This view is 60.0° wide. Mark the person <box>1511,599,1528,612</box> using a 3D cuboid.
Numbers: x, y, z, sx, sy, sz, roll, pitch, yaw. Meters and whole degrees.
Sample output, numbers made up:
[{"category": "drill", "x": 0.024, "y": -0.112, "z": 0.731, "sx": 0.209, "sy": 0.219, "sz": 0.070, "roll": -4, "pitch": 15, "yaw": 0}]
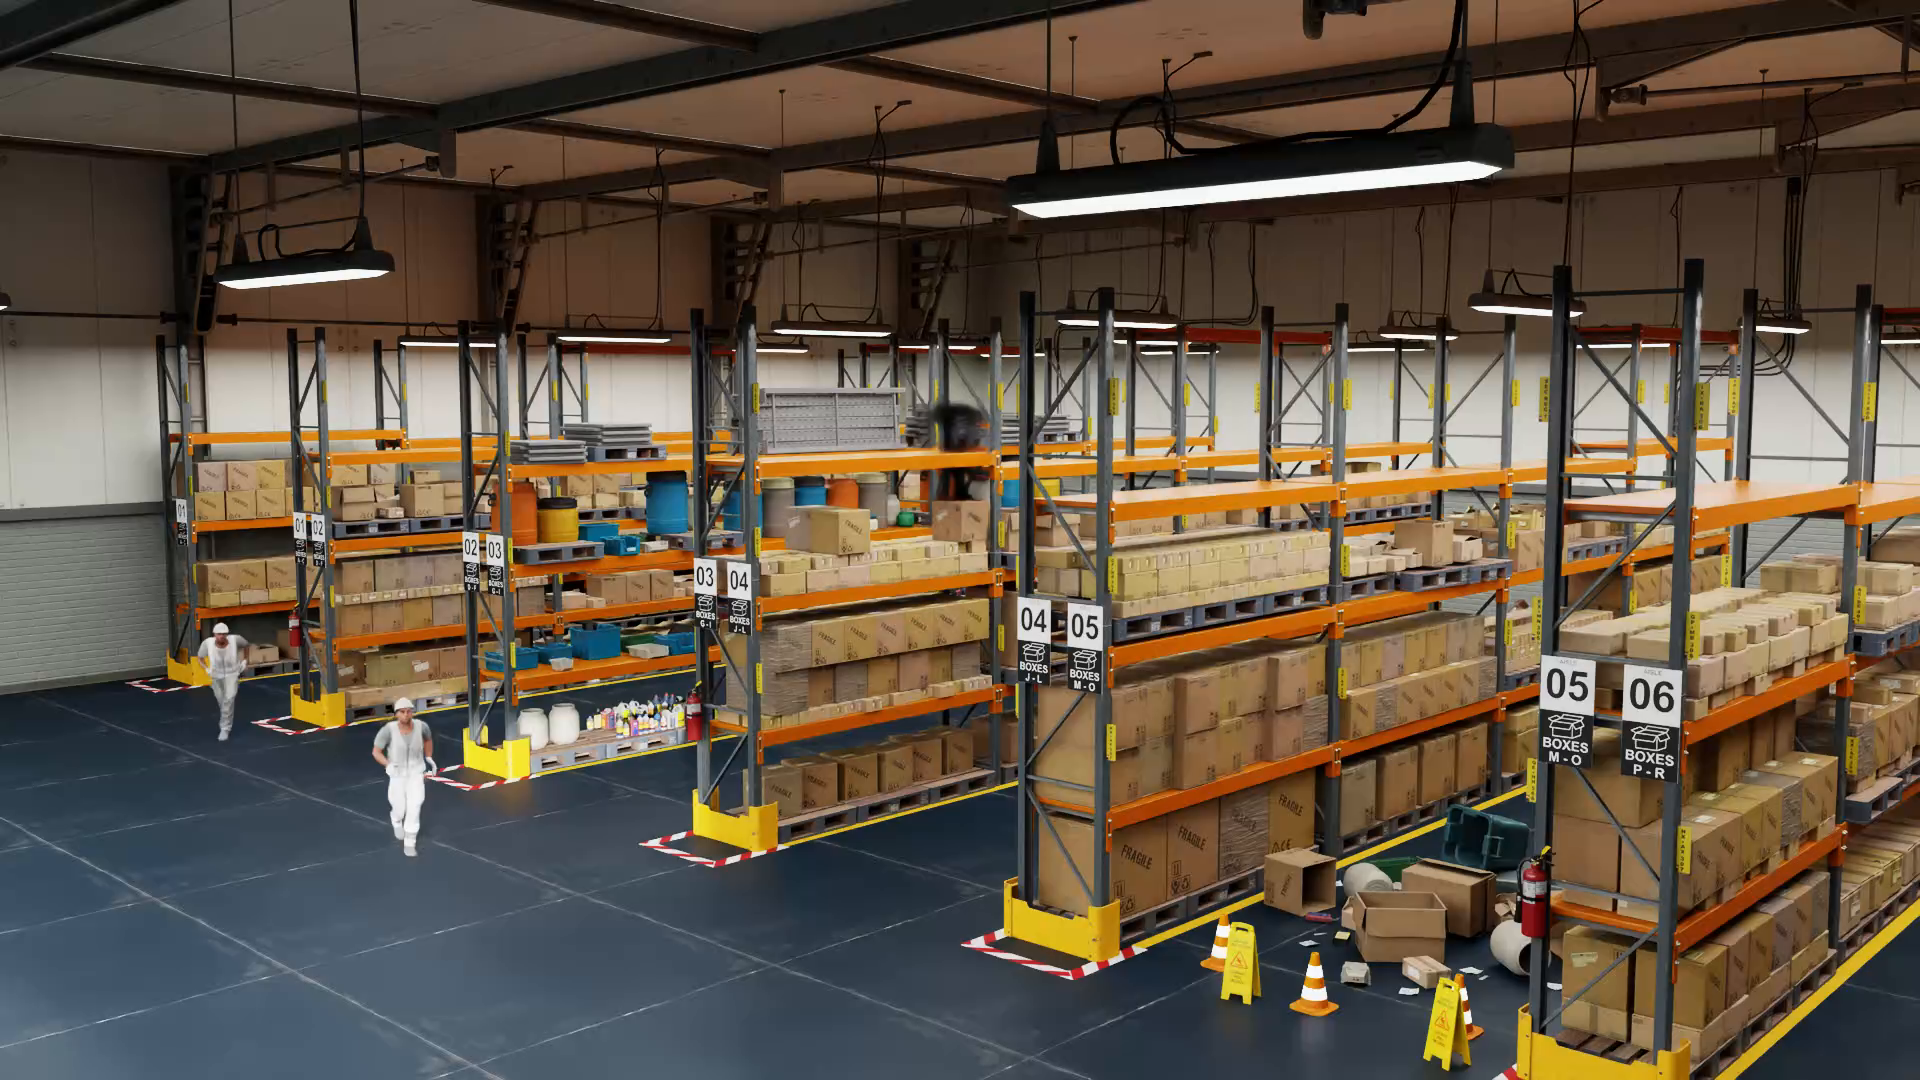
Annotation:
[{"category": "person", "x": 9.756, "y": 1.743, "z": 28.653, "sx": 0.574, "sy": 1.547, "sz": 0.896, "roll": 5, "pitch": 7, "yaw": 40}]

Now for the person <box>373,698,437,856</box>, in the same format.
[{"category": "person", "x": -6.155, "y": 2.576, "z": 18.405, "sx": 0.662, "sy": 1.741, "sz": 0.842, "roll": -3, "pitch": 6, "yaw": -25}]

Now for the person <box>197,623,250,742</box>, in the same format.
[{"category": "person", "x": -10.835, "y": 2.033, "z": 24.505, "sx": 0.714, "sy": 1.734, "sz": 1.040, "roll": -2, "pitch": 6, "yaw": -22}]
